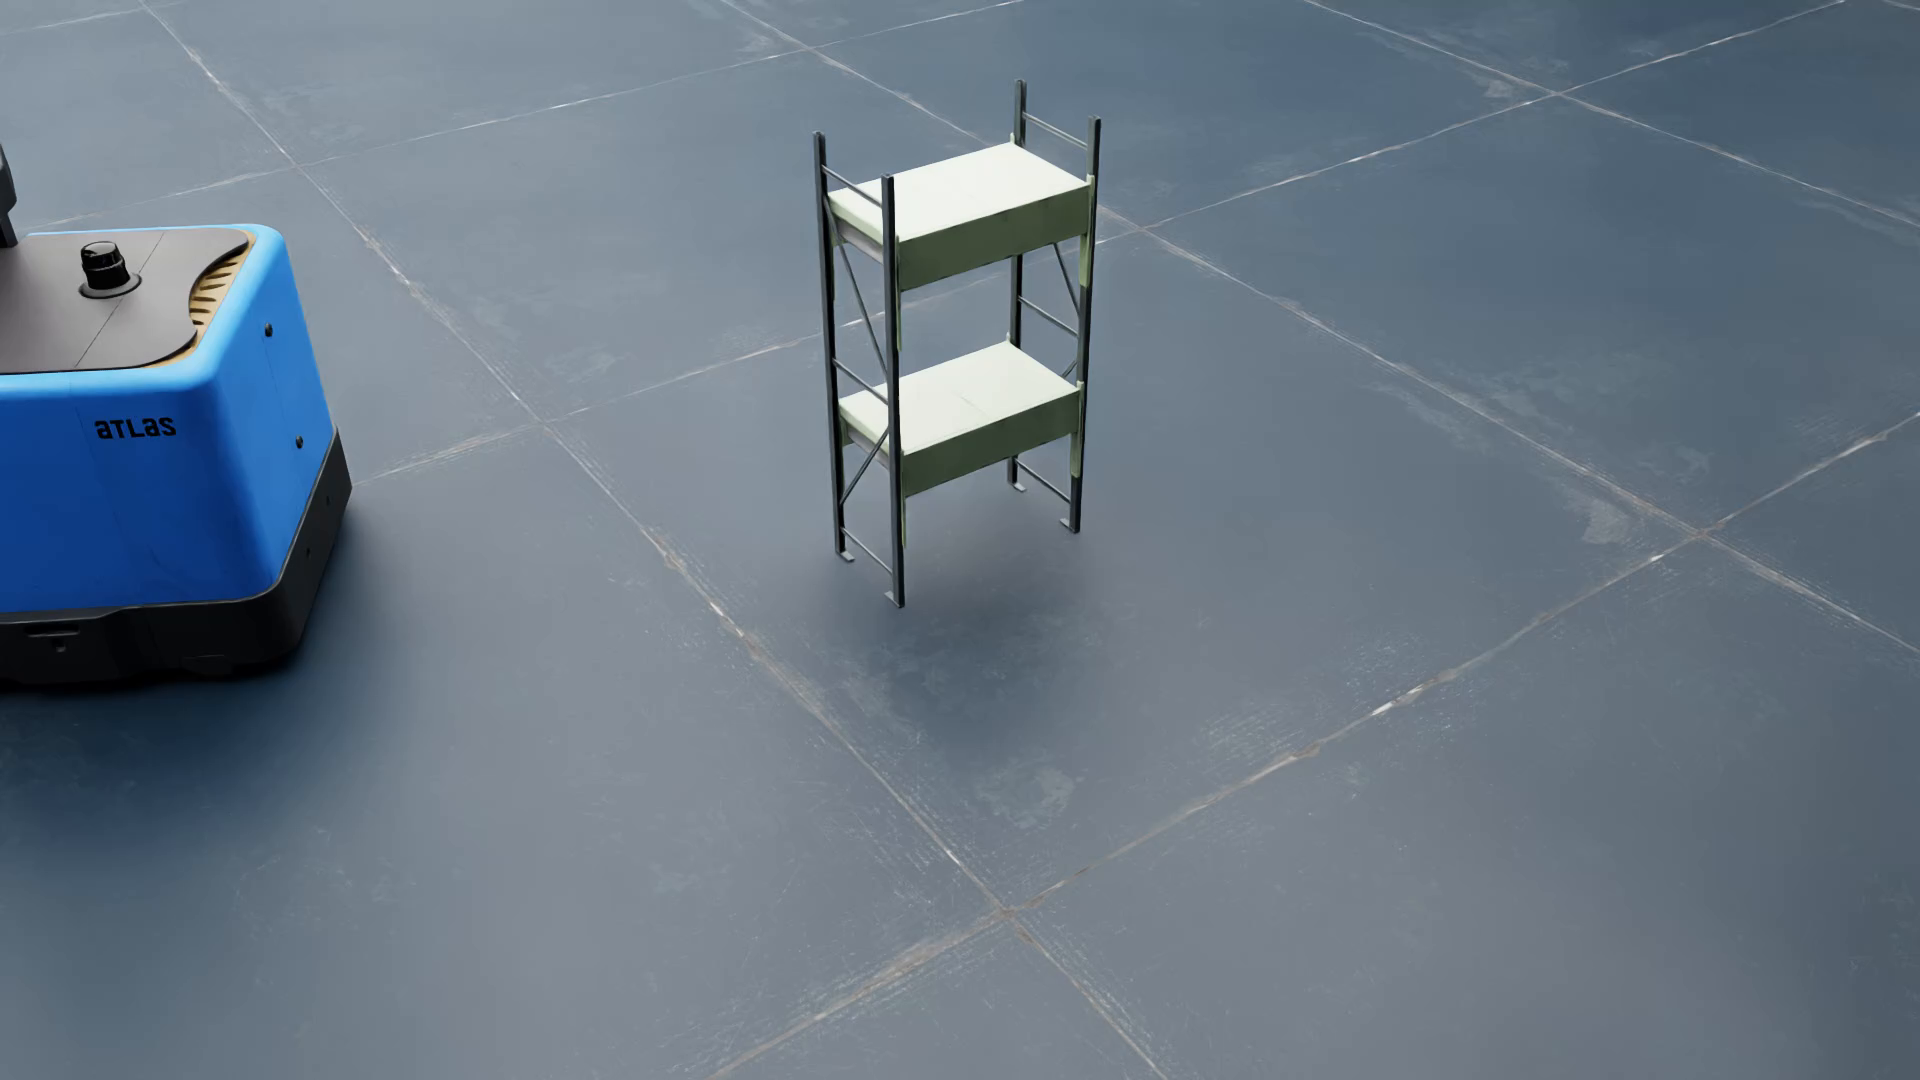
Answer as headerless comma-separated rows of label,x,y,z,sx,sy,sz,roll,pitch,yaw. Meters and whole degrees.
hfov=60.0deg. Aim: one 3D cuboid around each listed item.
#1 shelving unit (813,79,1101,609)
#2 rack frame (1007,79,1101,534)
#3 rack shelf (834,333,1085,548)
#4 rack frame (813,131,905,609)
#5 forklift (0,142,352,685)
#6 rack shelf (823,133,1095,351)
shelving unit,-0.005,-0.607,5.309,0.755,1.500,0.431,-22,41,-28
rack frame,0.294,-0.730,5.480,0.023,1.500,0.400,-22,41,-28
rack shelf,-0.005,-0.342,5.499,0.720,0.370,0.431,-22,41,-28
rack frame,-0.305,-0.484,5.138,0.023,1.500,0.400,-22,41,-28
forklift,-3.612,-0.975,4.595,3.031,2.935,1.130,-3,36,-5
rack shelf,-0.005,-0.923,5.081,0.720,0.370,0.431,-22,41,-28
